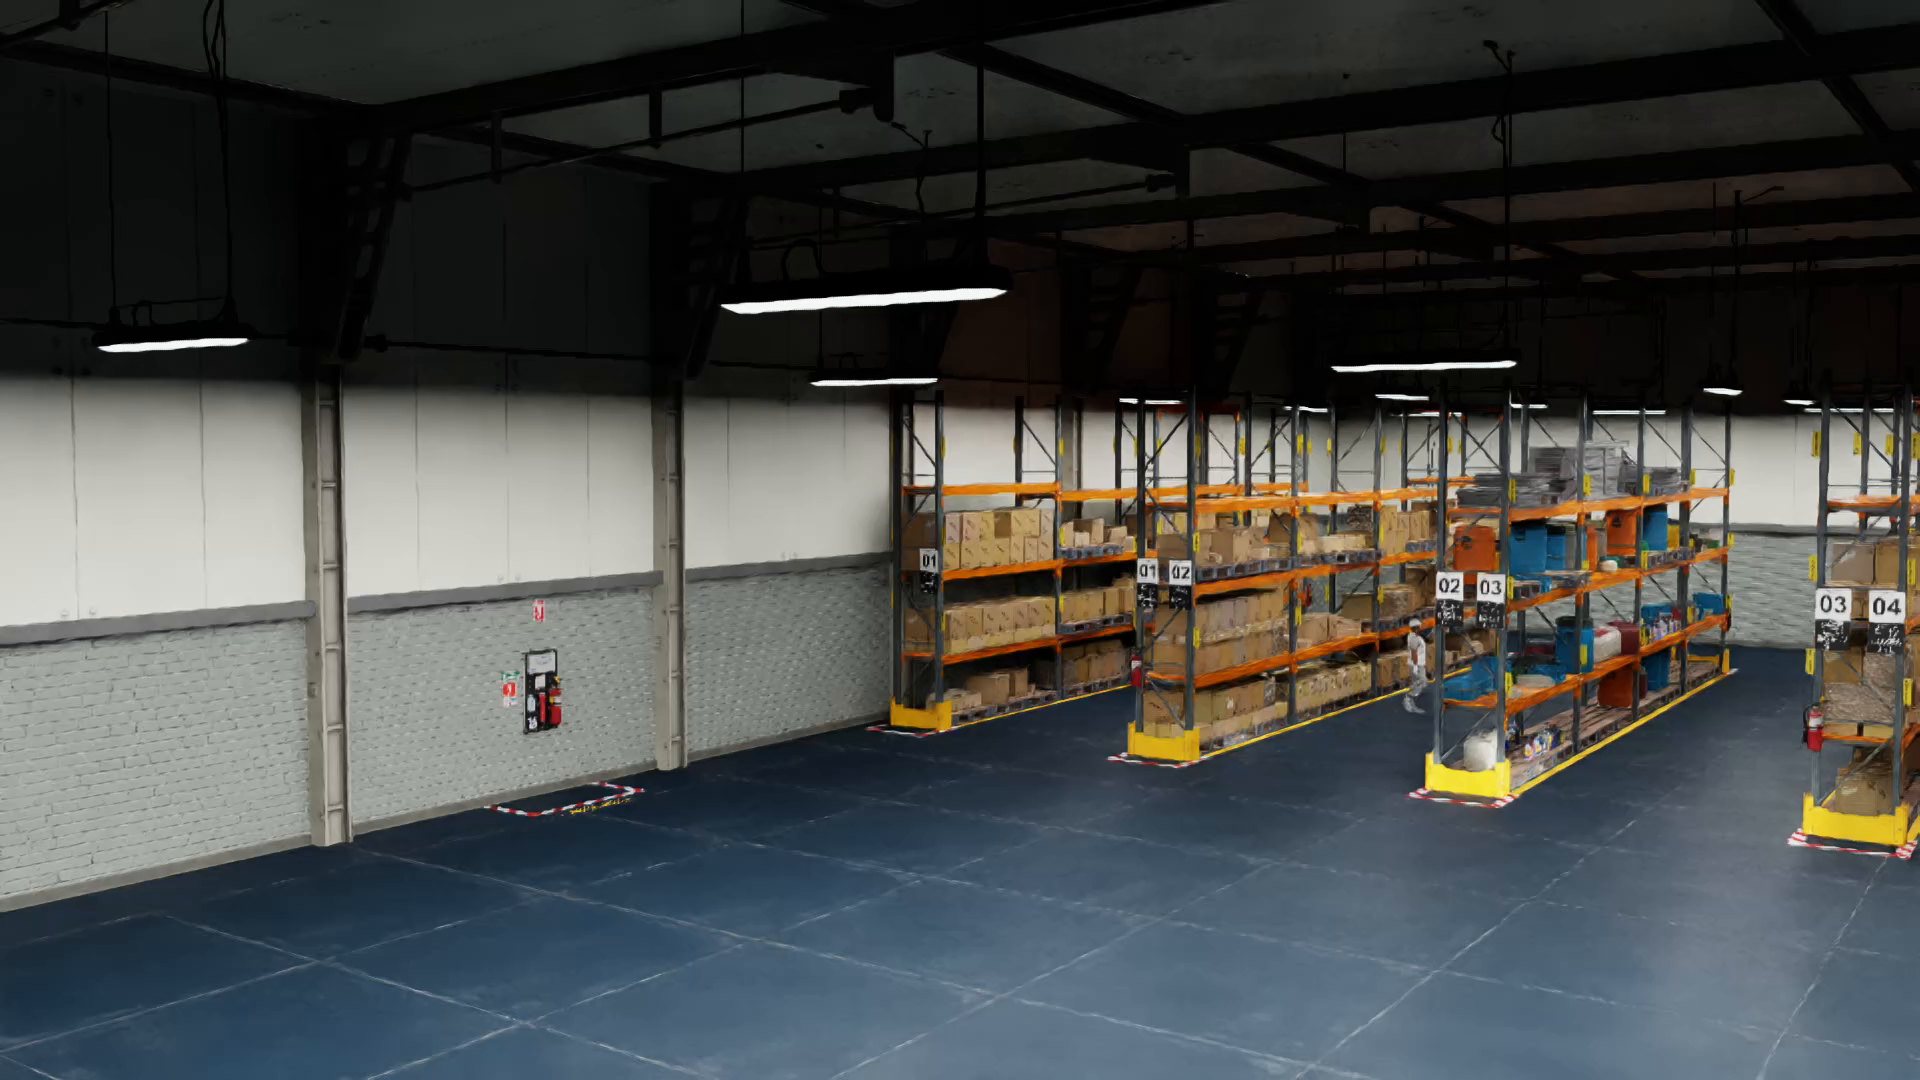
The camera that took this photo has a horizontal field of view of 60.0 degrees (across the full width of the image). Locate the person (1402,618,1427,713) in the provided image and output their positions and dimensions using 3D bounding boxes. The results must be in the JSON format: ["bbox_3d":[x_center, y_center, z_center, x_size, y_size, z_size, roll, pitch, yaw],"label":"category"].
[{"bbox_3d":[8.520,2.358,31.186,0.445,1.772,0.600,1,3,10],"label":"person"}]

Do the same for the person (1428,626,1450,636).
[{"bbox_3d":[12.565,1.738,43.299,0.648,1.655,0.531,0,3,-6],"label":"person"}]
